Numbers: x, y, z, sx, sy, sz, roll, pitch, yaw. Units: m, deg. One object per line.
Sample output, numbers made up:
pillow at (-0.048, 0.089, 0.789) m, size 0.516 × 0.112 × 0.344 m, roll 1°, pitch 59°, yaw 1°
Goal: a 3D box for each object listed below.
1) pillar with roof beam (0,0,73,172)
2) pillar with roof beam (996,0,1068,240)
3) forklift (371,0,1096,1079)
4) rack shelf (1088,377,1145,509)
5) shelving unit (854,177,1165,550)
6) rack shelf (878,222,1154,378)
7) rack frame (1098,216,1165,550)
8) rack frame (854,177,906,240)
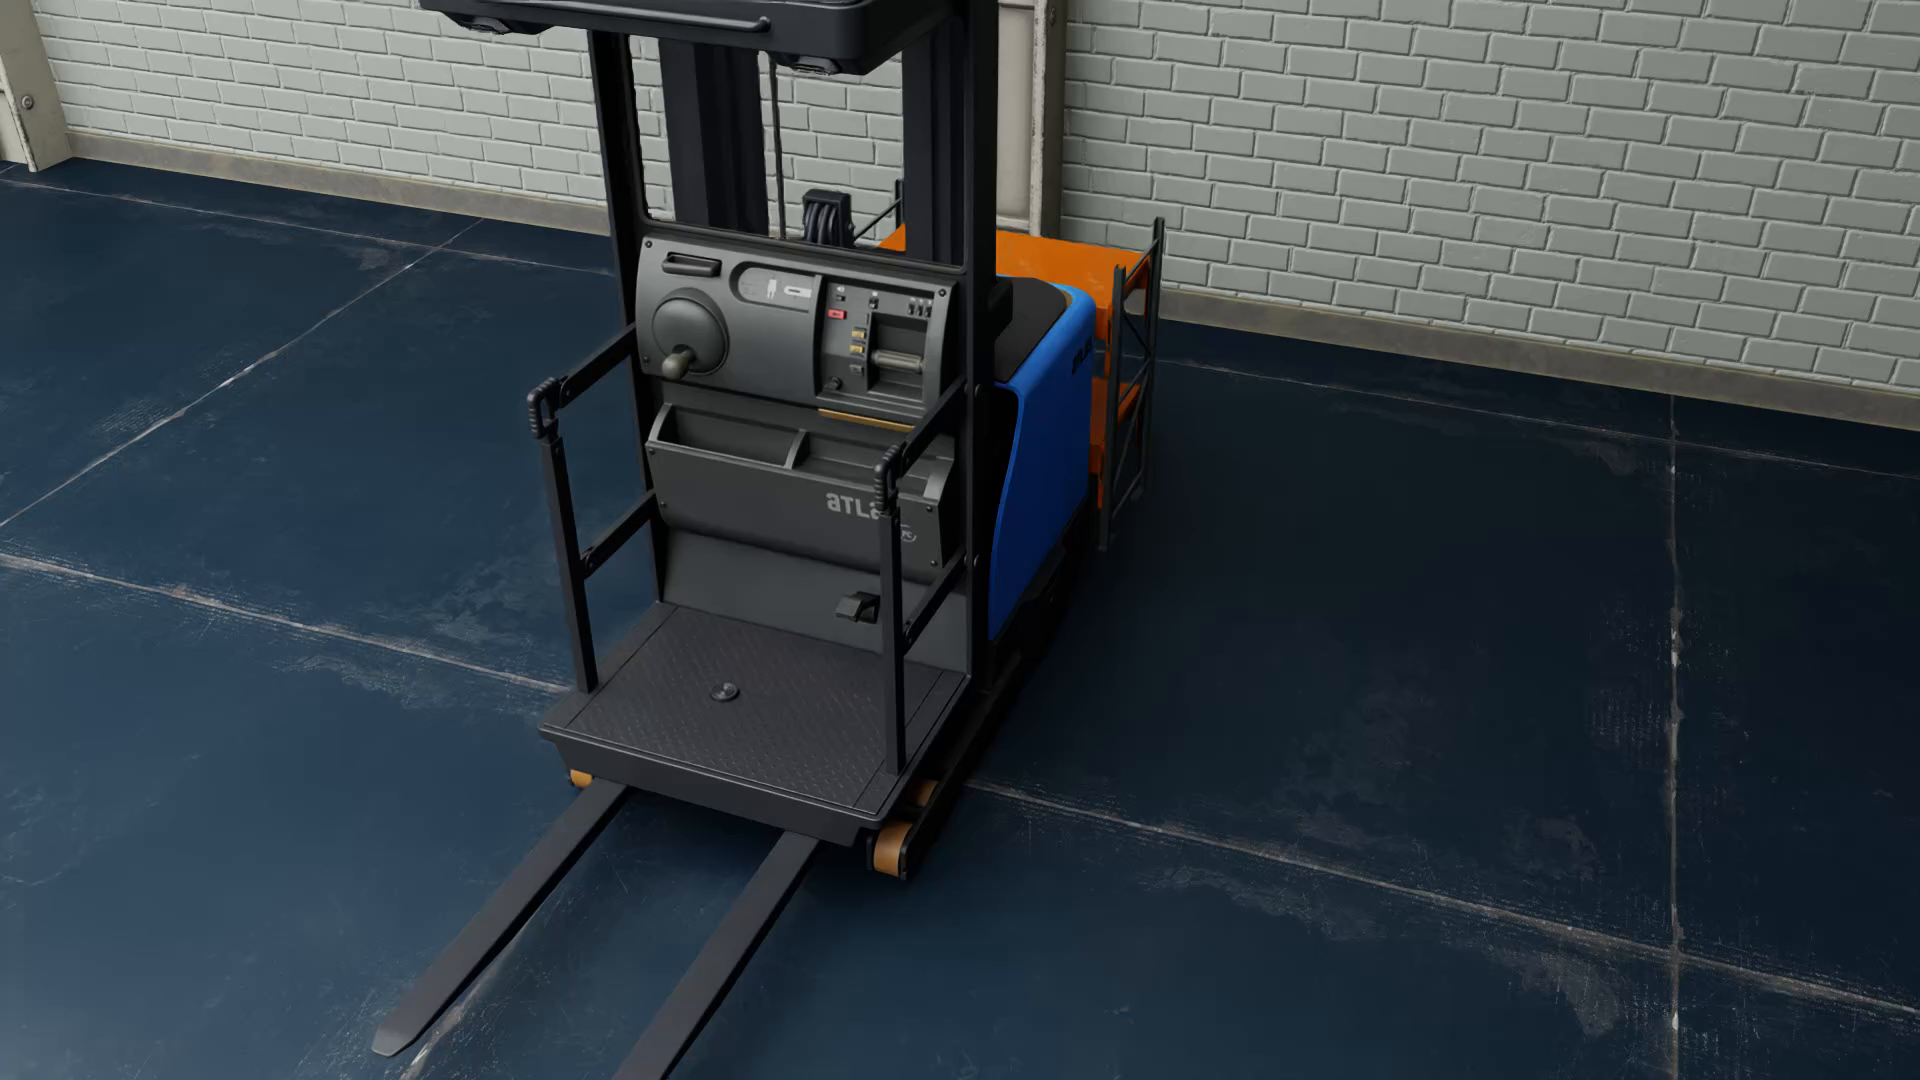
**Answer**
pillar with roof beam at (-6.867, -3.800, 3.840) m, size 0.400 × 9.000 × 9.100 m, roll 11°, pitch 34°, yaw 16°
pillar with roof beam at (-1.219, -2.702, 2.139) m, size 0.400 × 9.000 × 9.100 m, roll 11°, pitch 34°, yaw 16°
forklift at (-0.540, -0.528, 4.365) m, size 1.130 × 2.935 × 3.031 m, roll 12°, pitch 35°, yaw 18°
rack shelf at (0.157, -0.463, 6.381) m, size 1.000 × 0.278 × 0.538 m, roll 13°, pitch 35°, yaw 19°
shelving unit at (0.157, -0.669, 6.249) m, size 1.048 × 1.125 × 0.538 m, roll 13°, pitch 35°, yaw 19°
rack shelf at (0.157, -0.915, 6.090) m, size 1.000 × 0.278 × 0.538 m, roll 13°, pitch 35°, yaw 19°
rack frame at (0.627, -0.563, 6.085) m, size 0.032 × 1.125 × 0.500 m, roll 13°, pitch 35°, yaw 19°
rack frame at (-0.312, -0.775, 6.413) m, size 0.032 × 1.125 × 0.500 m, roll 13°, pitch 35°, yaw 19°
